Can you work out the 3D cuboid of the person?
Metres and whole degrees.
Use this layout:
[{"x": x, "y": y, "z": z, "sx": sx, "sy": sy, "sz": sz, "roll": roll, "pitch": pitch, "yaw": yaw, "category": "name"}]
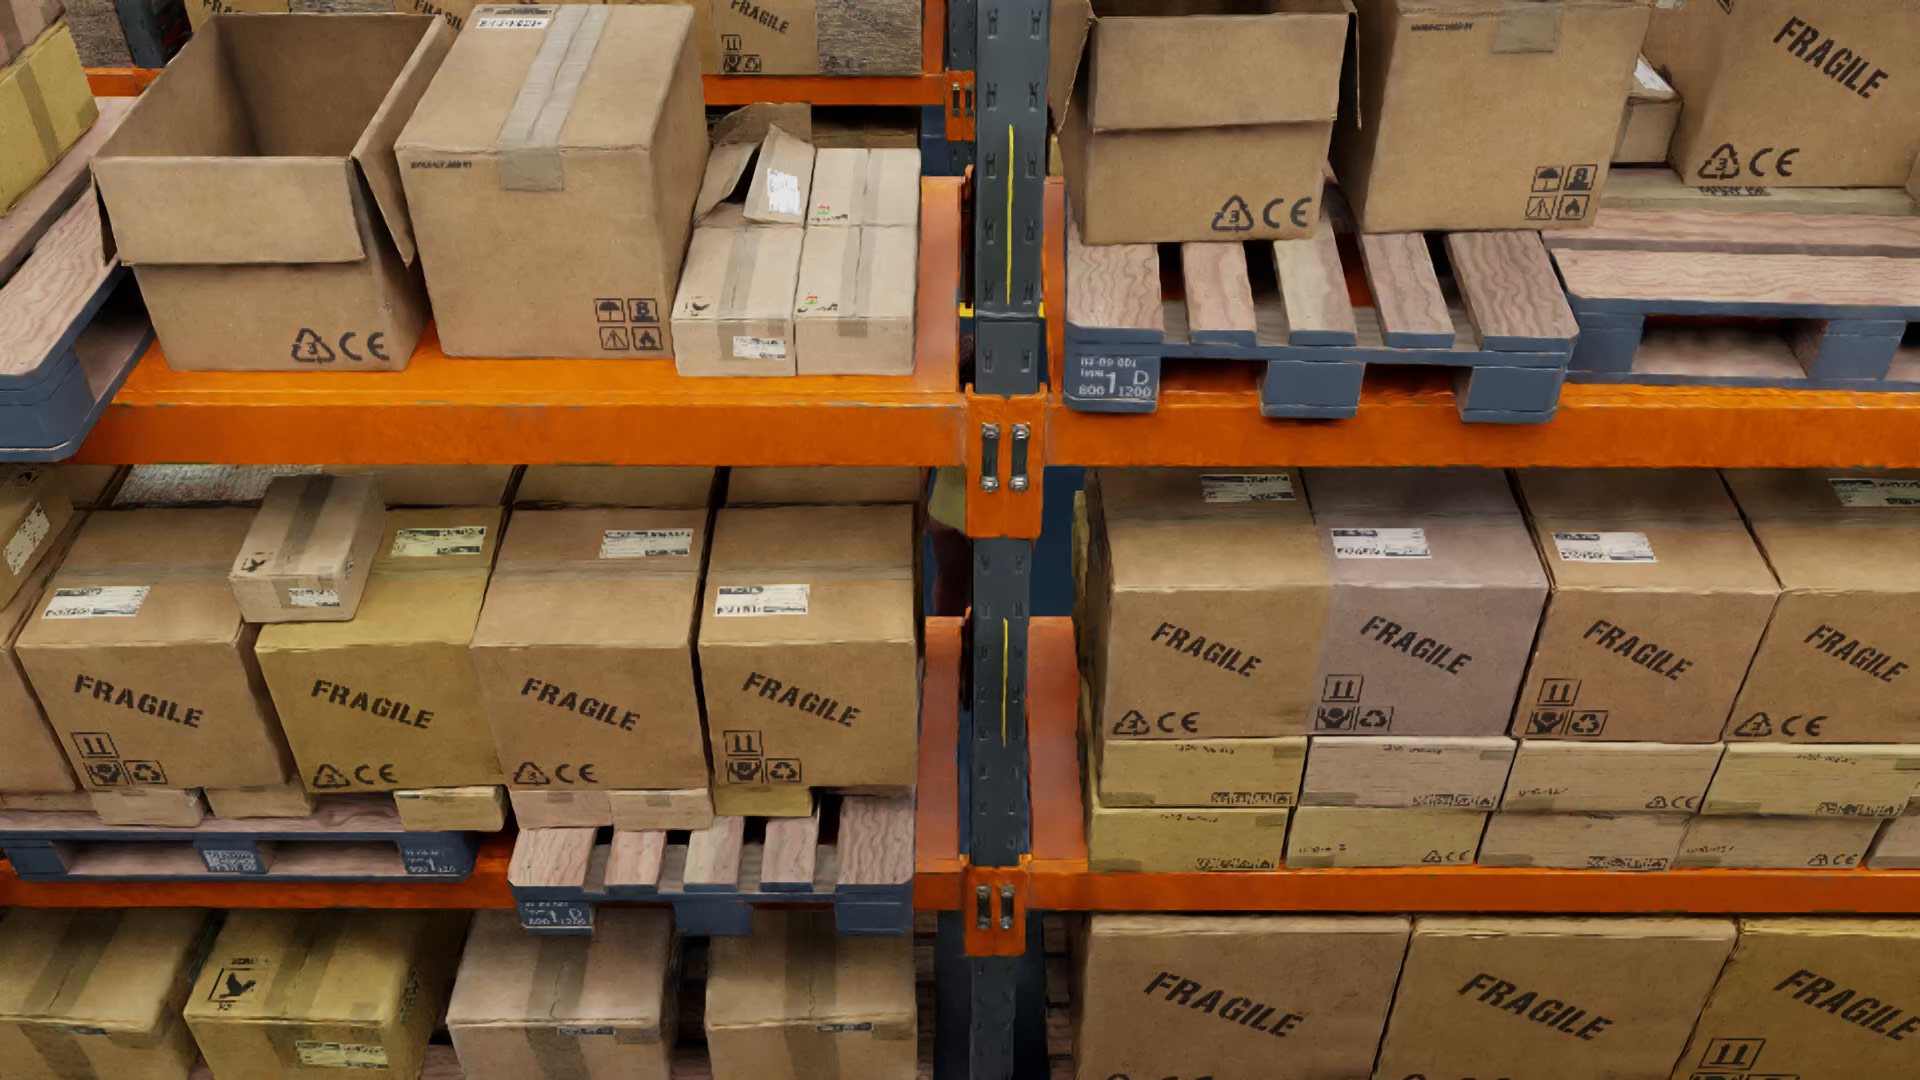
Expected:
[{"x": 0.104, "y": -0.076, "z": 6.305, "sx": 0.478, "sy": 1.579, "sz": 0.459, "roll": 22, "pitch": 45, "yaw": 24, "category": "person"}]
